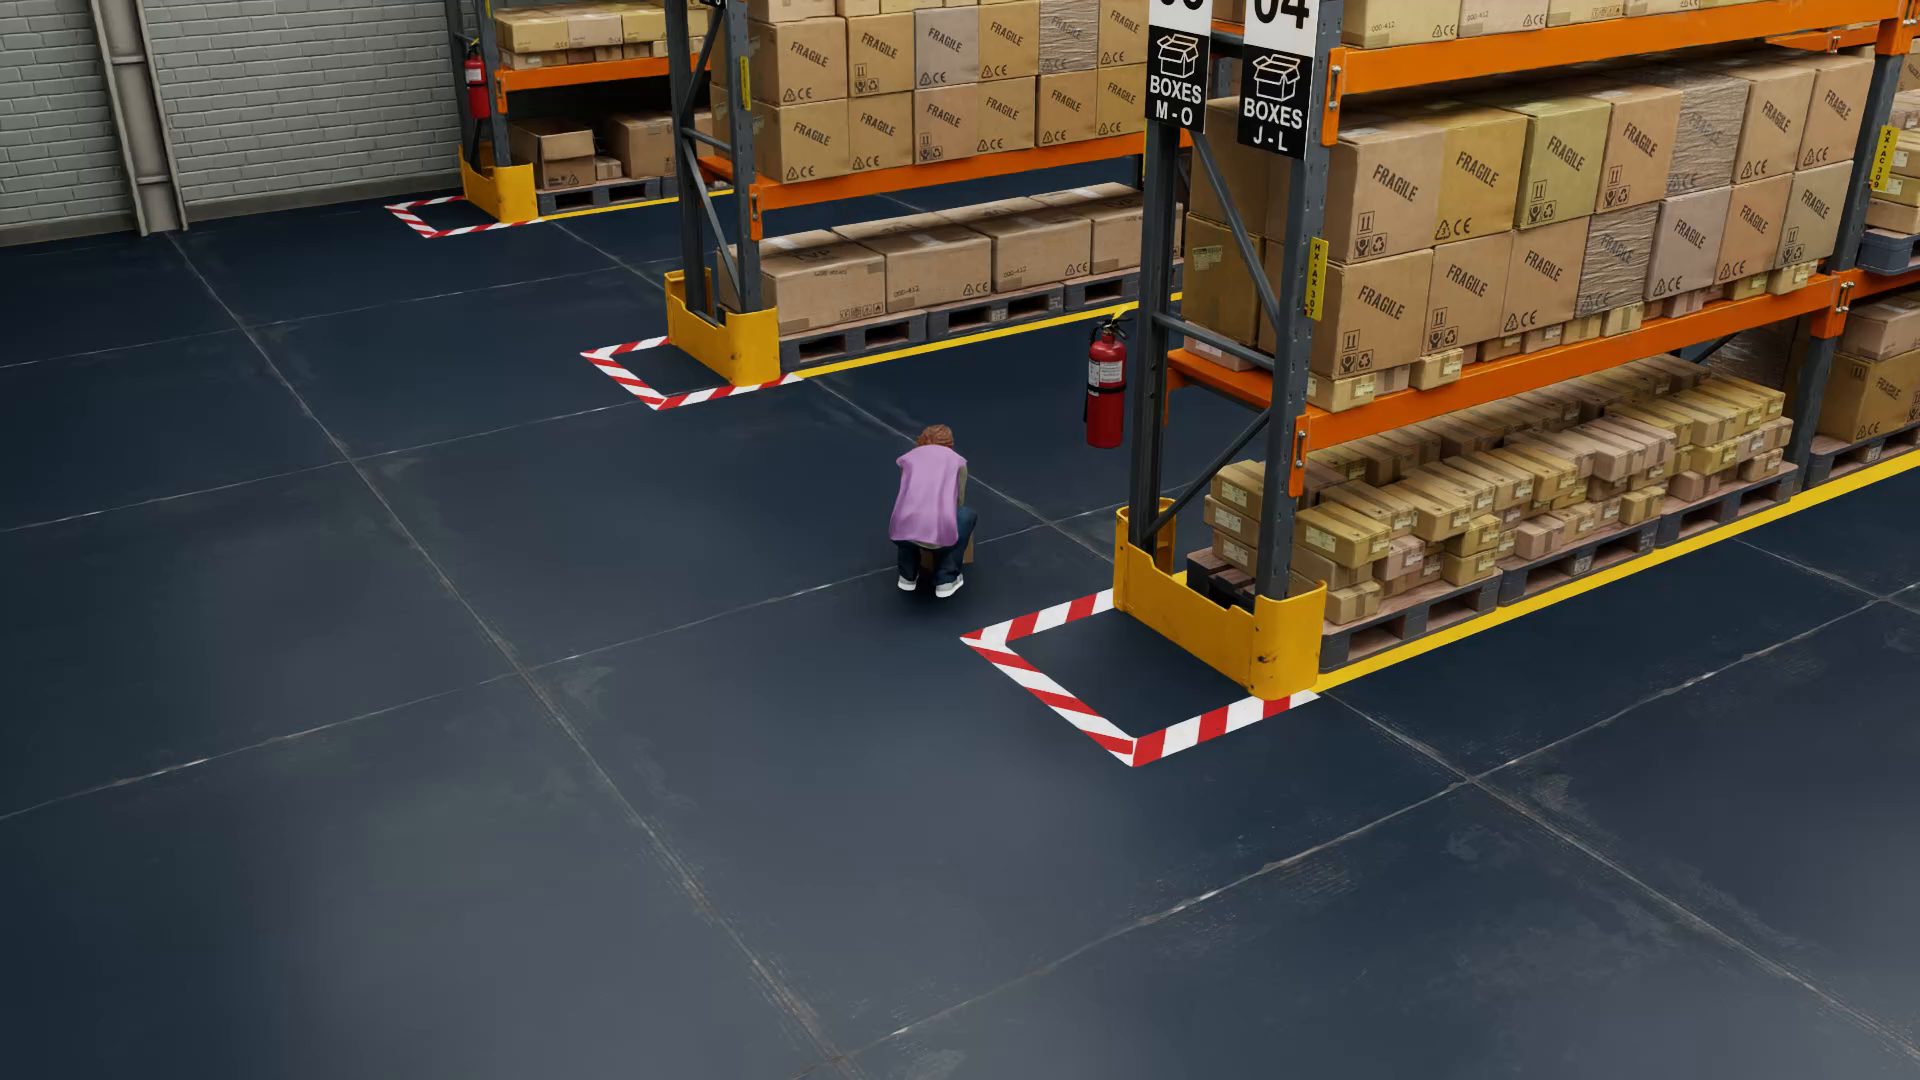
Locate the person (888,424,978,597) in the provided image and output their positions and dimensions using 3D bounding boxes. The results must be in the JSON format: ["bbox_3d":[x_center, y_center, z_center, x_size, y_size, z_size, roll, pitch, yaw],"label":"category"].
[{"bbox_3d":[-0.139,-0.105,8.462,0.432,0.773,0.830,5,26,11],"label":"person"}]
